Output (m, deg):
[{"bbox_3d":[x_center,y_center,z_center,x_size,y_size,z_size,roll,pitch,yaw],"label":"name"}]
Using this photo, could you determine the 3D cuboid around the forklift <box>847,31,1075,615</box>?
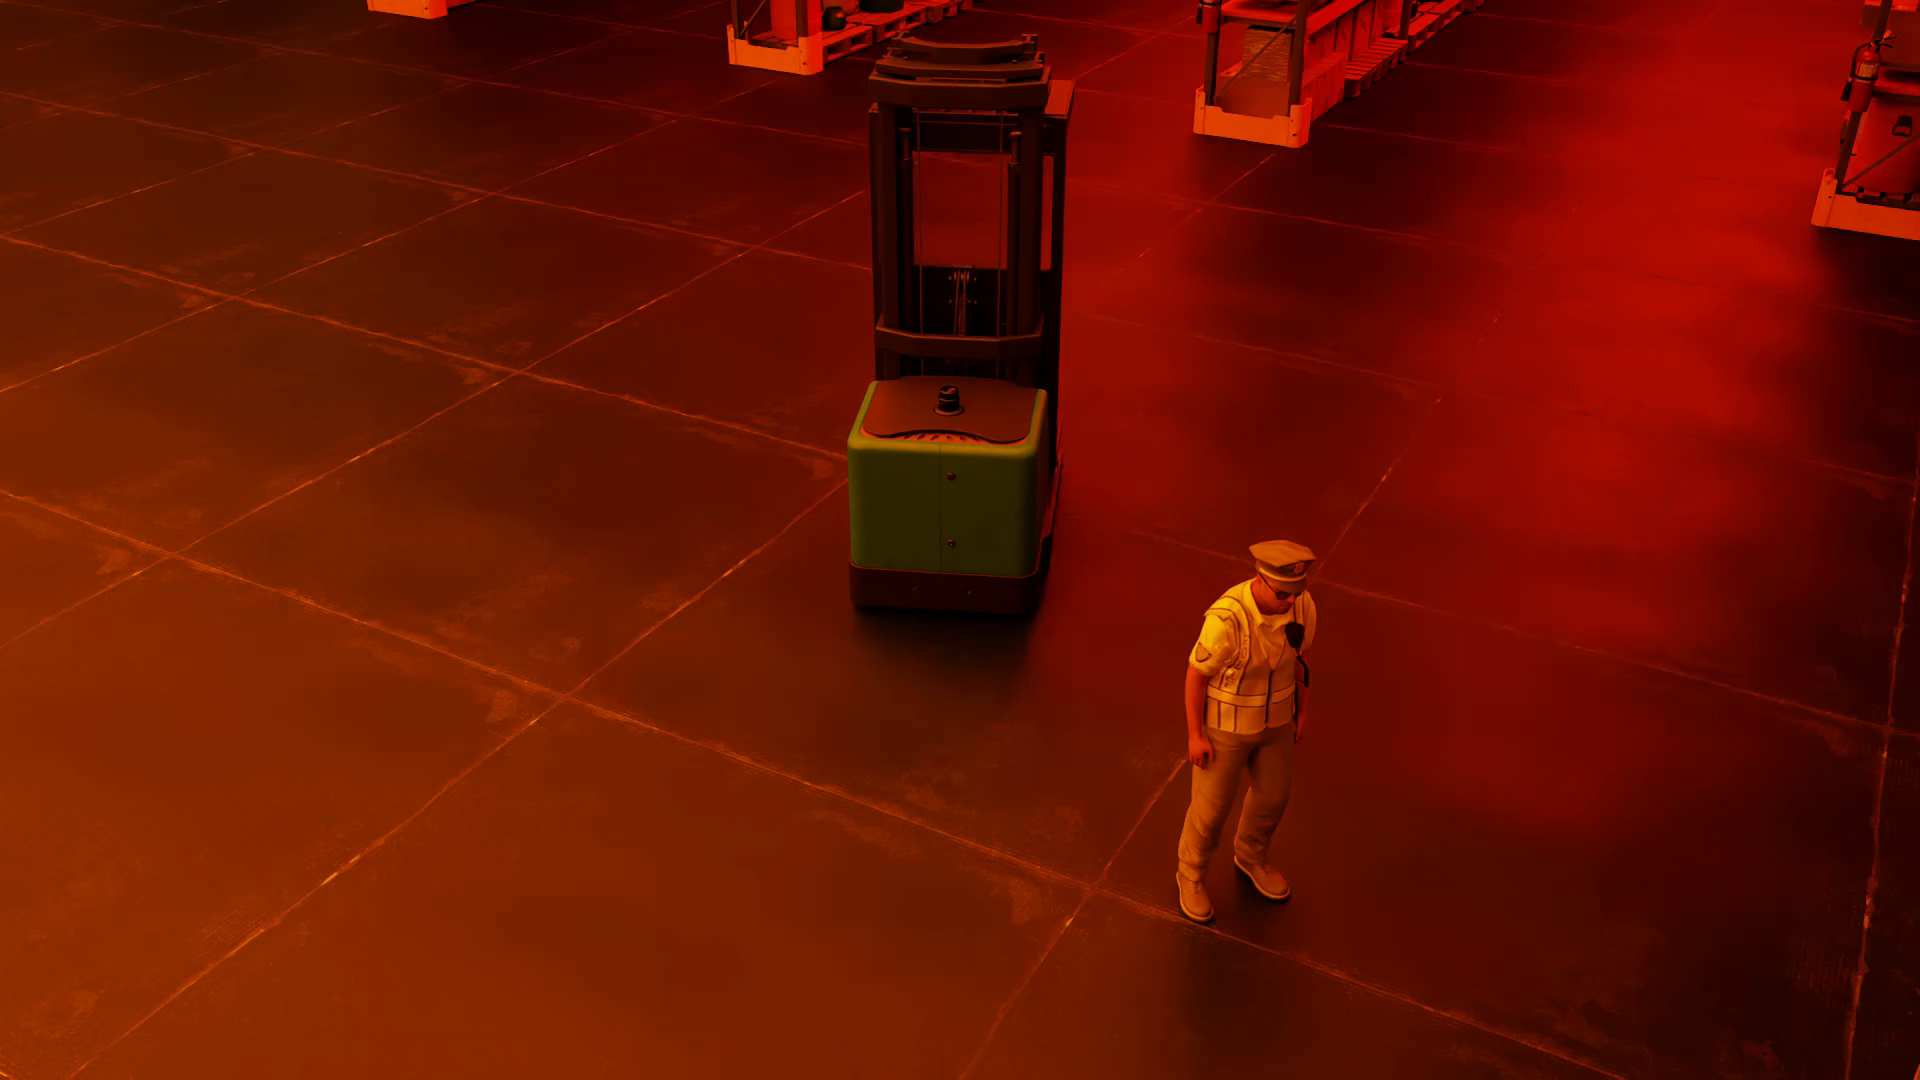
[{"bbox_3d":[0.072,-1.572,9.794,1.130,2.935,3.031,3,30,6],"label":"forklift"}]

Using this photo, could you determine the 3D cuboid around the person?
[{"bbox_3d":[1.195,0.751,6.952,0.592,1.746,0.442,-12,32,-19],"label":"person"}]
